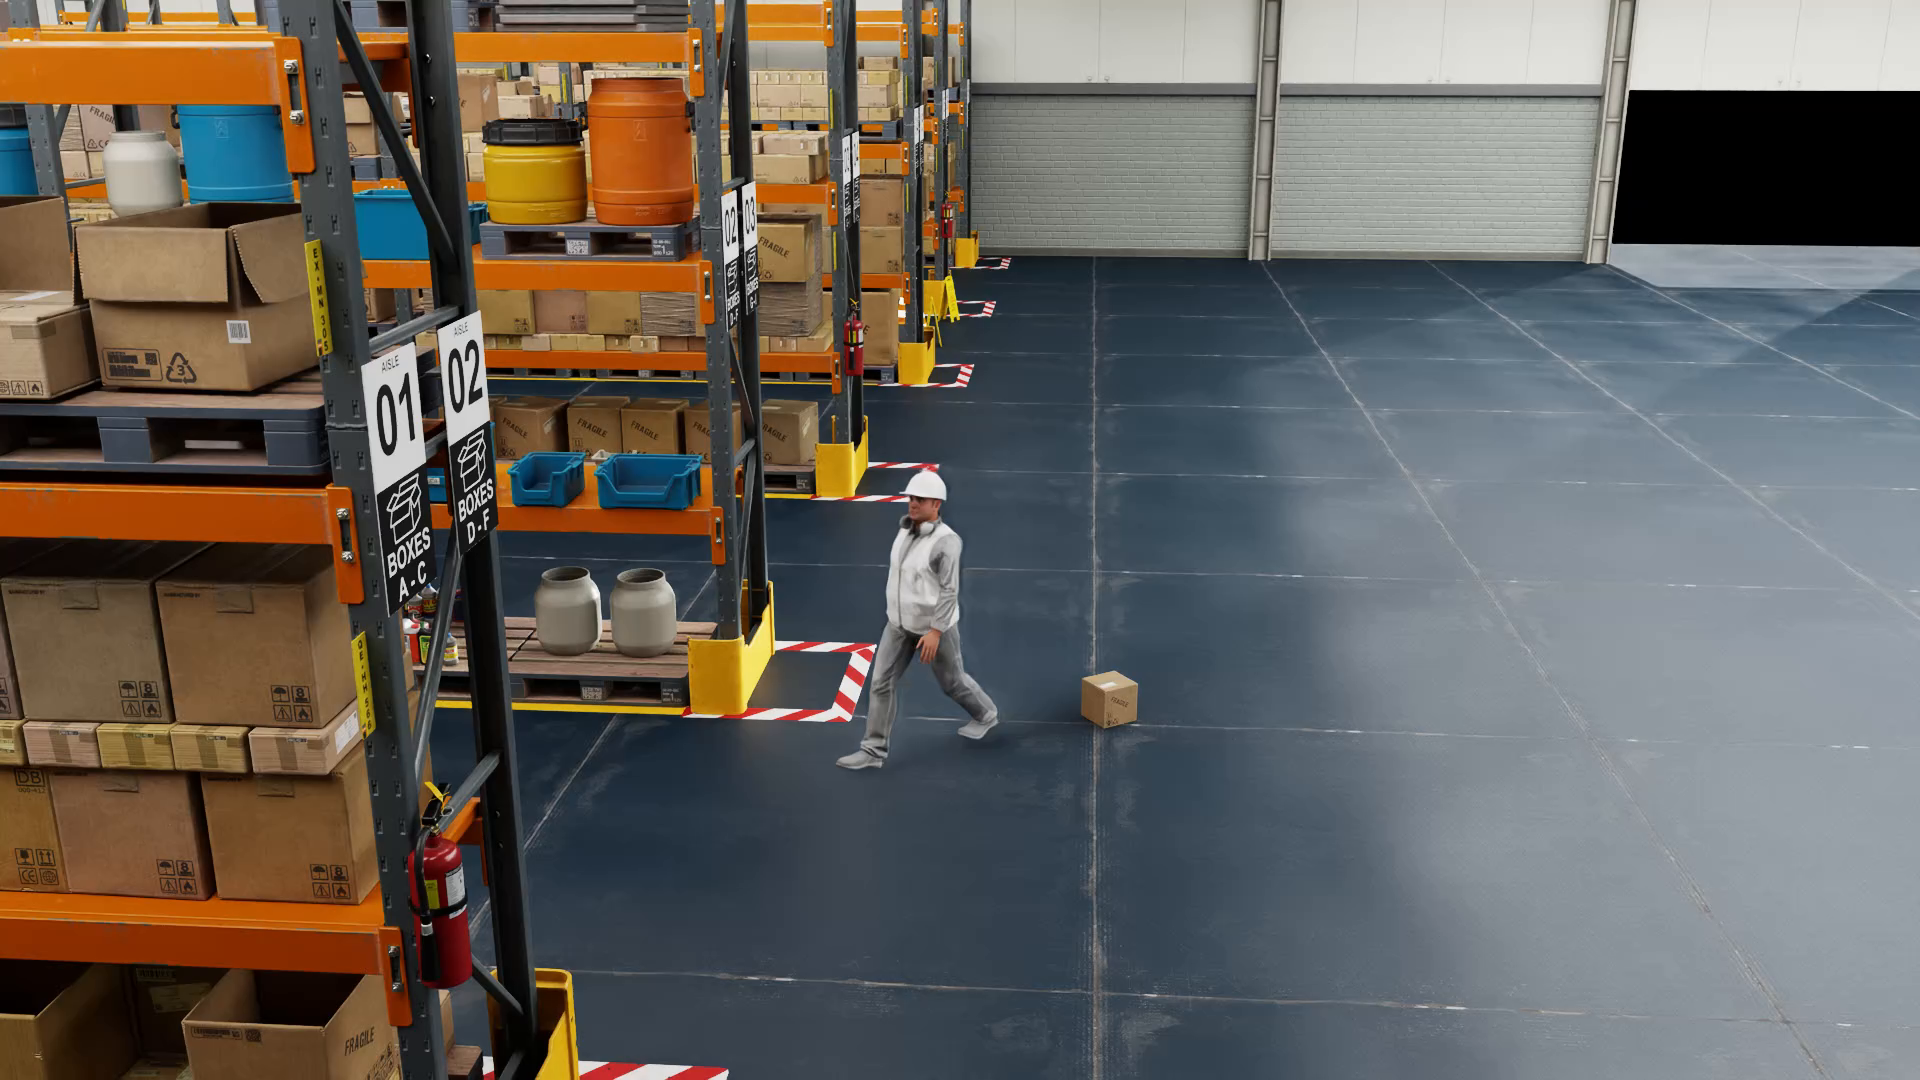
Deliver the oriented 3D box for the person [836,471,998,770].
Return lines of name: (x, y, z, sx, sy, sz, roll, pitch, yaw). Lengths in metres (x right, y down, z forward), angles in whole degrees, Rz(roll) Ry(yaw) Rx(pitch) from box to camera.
person: (-0.225, 0.462, 9.558, 0.562, 1.723, 1.067, 16, 23, 41)
